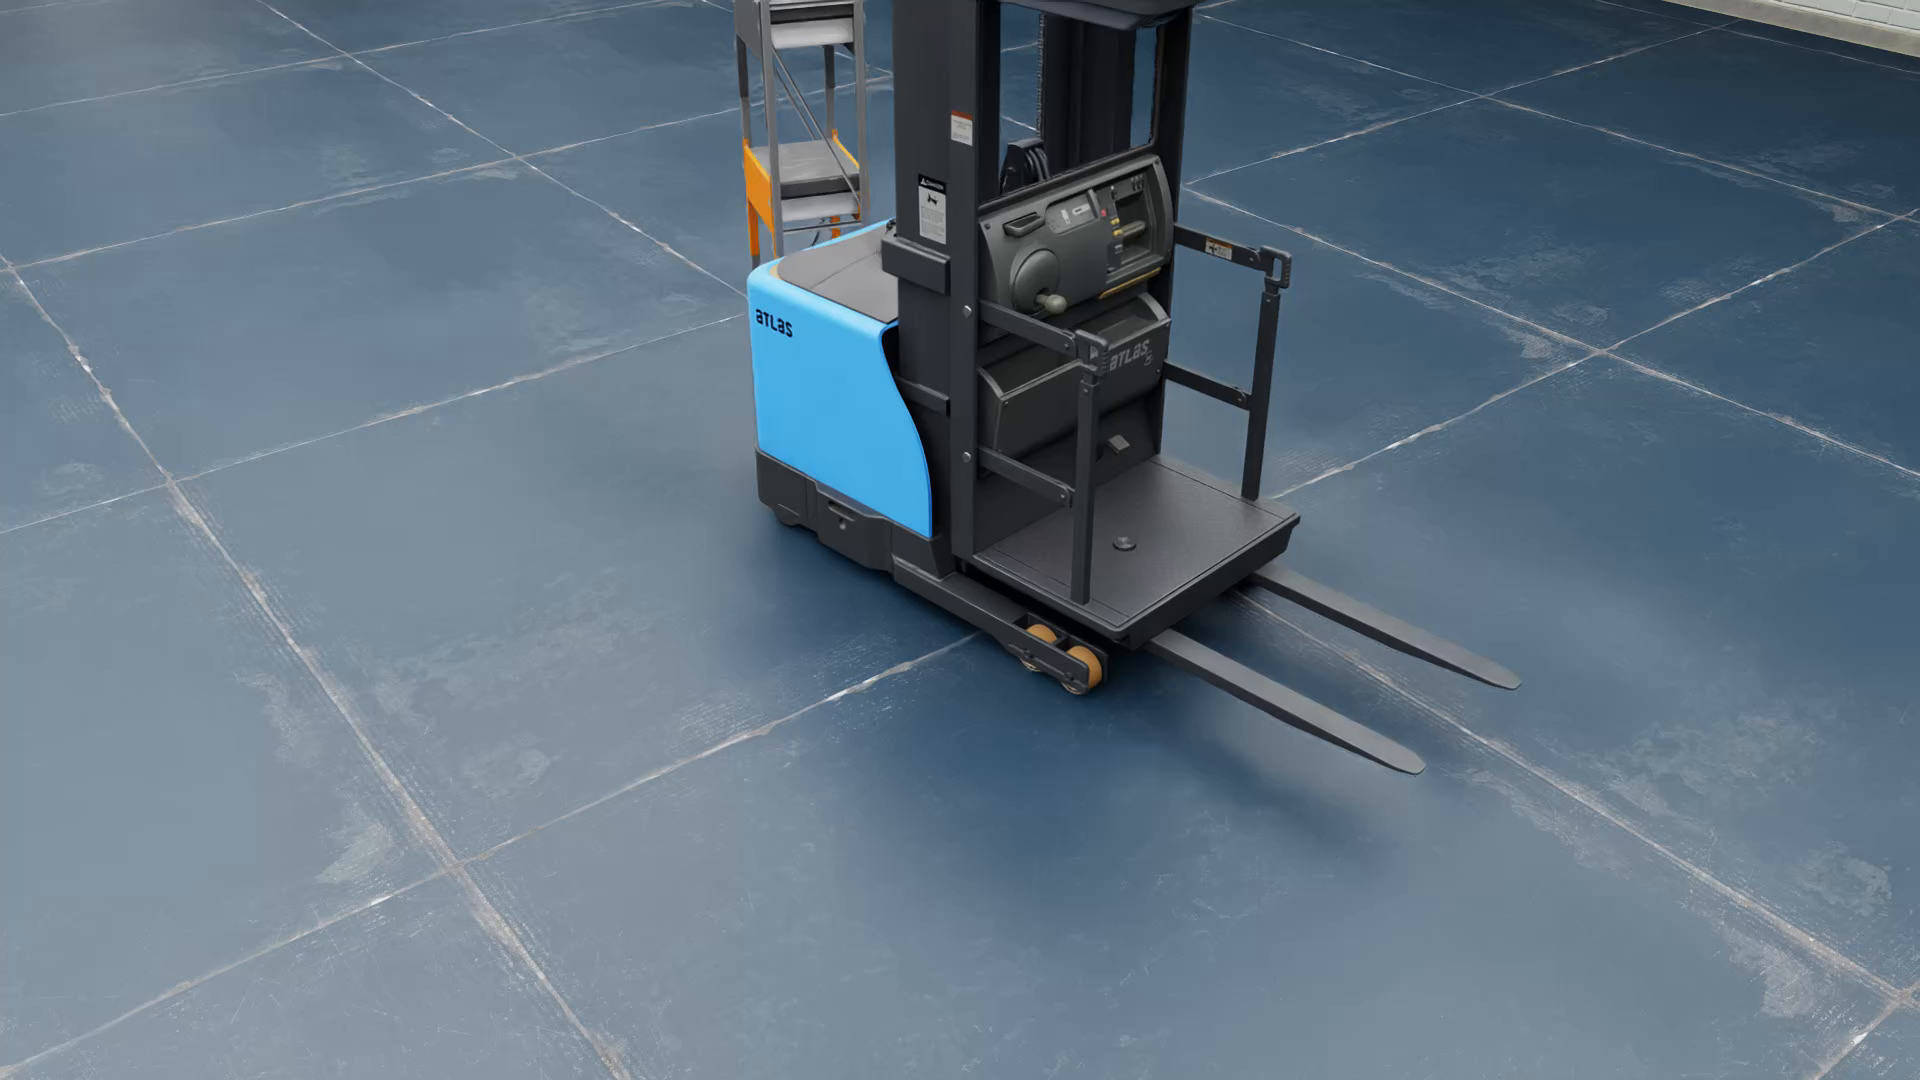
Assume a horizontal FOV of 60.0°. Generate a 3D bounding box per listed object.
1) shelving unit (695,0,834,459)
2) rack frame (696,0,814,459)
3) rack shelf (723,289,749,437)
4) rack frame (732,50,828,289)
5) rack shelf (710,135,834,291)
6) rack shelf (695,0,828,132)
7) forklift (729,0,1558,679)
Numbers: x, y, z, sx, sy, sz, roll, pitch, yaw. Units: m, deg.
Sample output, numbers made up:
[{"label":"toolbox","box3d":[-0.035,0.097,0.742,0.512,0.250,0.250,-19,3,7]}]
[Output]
[{"label":"shelving unit","box3d":[-0.777,-1.375,6.974,0.431,2.100,0.503,2,32,4]},{"label":"rack frame","box3d":[-0.797,-1.247,6.767,0.400,2.100,0.015,2,32,4]},{"label":"rack shelf","box3d":[-0.777,-0.769,7.350,0.431,0.518,0.480,2,32,4]},{"label":"rack frame","box3d":[-0.757,-1.503,7.180,0.400,2.100,0.015,2,32,4]},{"label":"rack shelf","box3d":[-0.777,-1.363,6.981,0.431,0.518,0.480,2,32,4]},{"label":"rack shelf","box3d":[-0.777,-1.958,6.611,0.431,0.518,0.480,2,32,4]},{"label":"forklift","box3d":[0.684,-1.099,5.742,3.031,2.935,1.130,14,35,22]}]
